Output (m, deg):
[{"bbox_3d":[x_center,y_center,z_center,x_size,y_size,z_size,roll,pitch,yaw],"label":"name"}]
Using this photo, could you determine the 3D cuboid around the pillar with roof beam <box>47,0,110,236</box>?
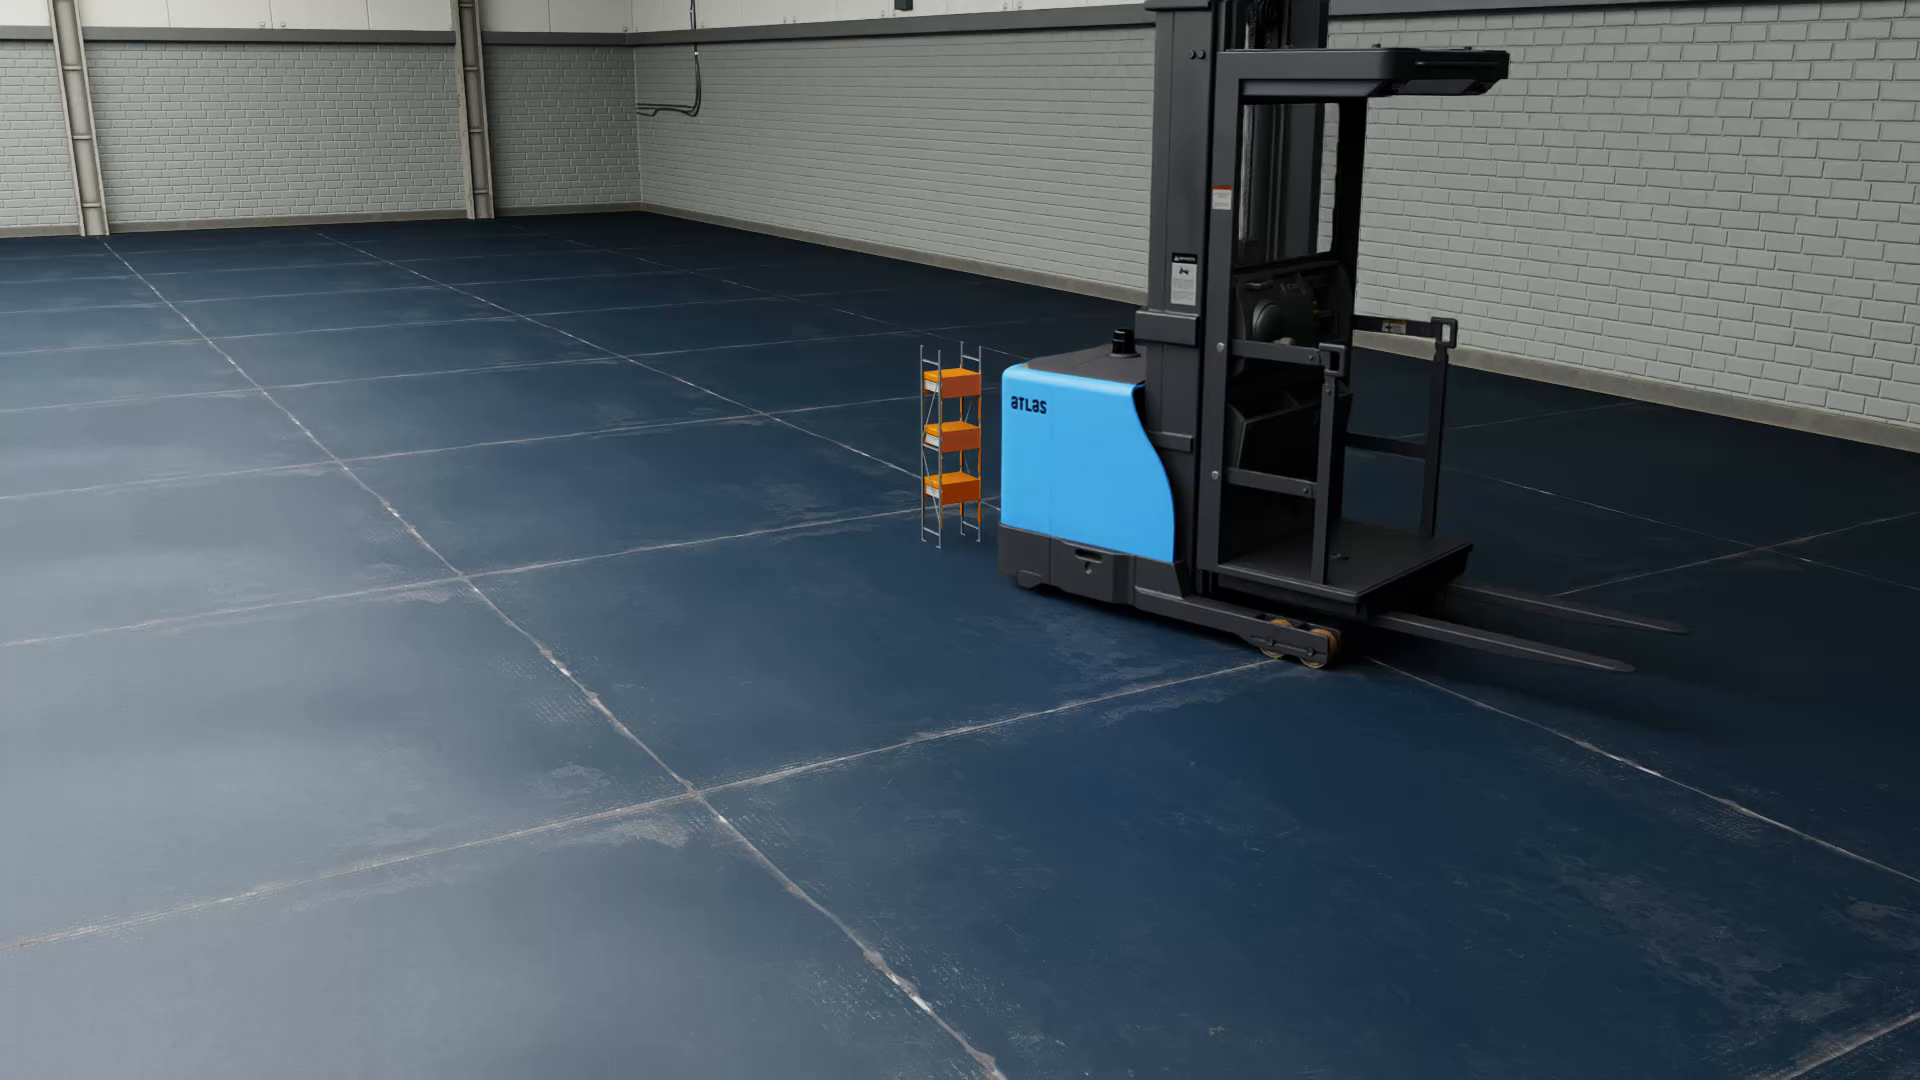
[{"bbox_3d":[-11.231,-8.085,21.080,0.400,9.000,9.100,-9,18,-30],"label":"pillar with roof beam"}]

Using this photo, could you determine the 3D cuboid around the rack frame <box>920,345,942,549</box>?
[{"bbox_3d":[-0.150,-0.481,8.681,0.008,1.050,0.200,-9,18,-30],"label":"rack frame"}]

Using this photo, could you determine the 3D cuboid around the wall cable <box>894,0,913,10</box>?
[{"bbox_3d":[-0.223,-9.457,19.675,0.169,6.003,2.305,-9,18,-30],"label":"wall cable"}]

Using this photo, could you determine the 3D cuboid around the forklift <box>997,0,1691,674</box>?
[{"bbox_3d":[1.623,-1.032,7.161,3.031,2.935,1.130,13,20,39],"label":"forklift"}]

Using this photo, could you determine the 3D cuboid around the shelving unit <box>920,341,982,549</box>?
[{"bbox_3d":[-0.046,-0.498,8.742,0.252,1.050,0.215,-9,18,-30],"label":"shelving unit"}]

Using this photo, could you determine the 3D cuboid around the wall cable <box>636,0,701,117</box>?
[{"bbox_3d":[-5.099,-8.523,28.397,0.112,2.526,3.097,-9,18,-30],"label":"wall cable"}]

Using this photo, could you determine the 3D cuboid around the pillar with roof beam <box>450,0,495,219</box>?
[{"bbox_3d":[-6.088,-8.919,24.055,0.400,9.000,9.100,-9,18,-30],"label":"pillar with roof beam"}]

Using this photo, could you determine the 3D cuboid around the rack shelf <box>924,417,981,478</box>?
[{"bbox_3d":[-0.046,-0.488,8.744,0.240,0.259,0.215,-9,18,-30],"label":"rack shelf"}]

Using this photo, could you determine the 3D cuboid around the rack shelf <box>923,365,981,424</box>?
[{"bbox_3d":[-0.046,-0.761,8.668,0.240,0.259,0.215,-9,18,-30],"label":"rack shelf"}]

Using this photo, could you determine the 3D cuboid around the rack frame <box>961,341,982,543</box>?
[{"bbox_3d":[0.059,-0.515,8.802,0.008,1.050,0.200,-9,18,-30],"label":"rack frame"}]

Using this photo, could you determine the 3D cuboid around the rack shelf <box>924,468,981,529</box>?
[{"bbox_3d":[-0.046,-0.220,8.819,0.240,0.259,0.215,-9,18,-30],"label":"rack shelf"}]
